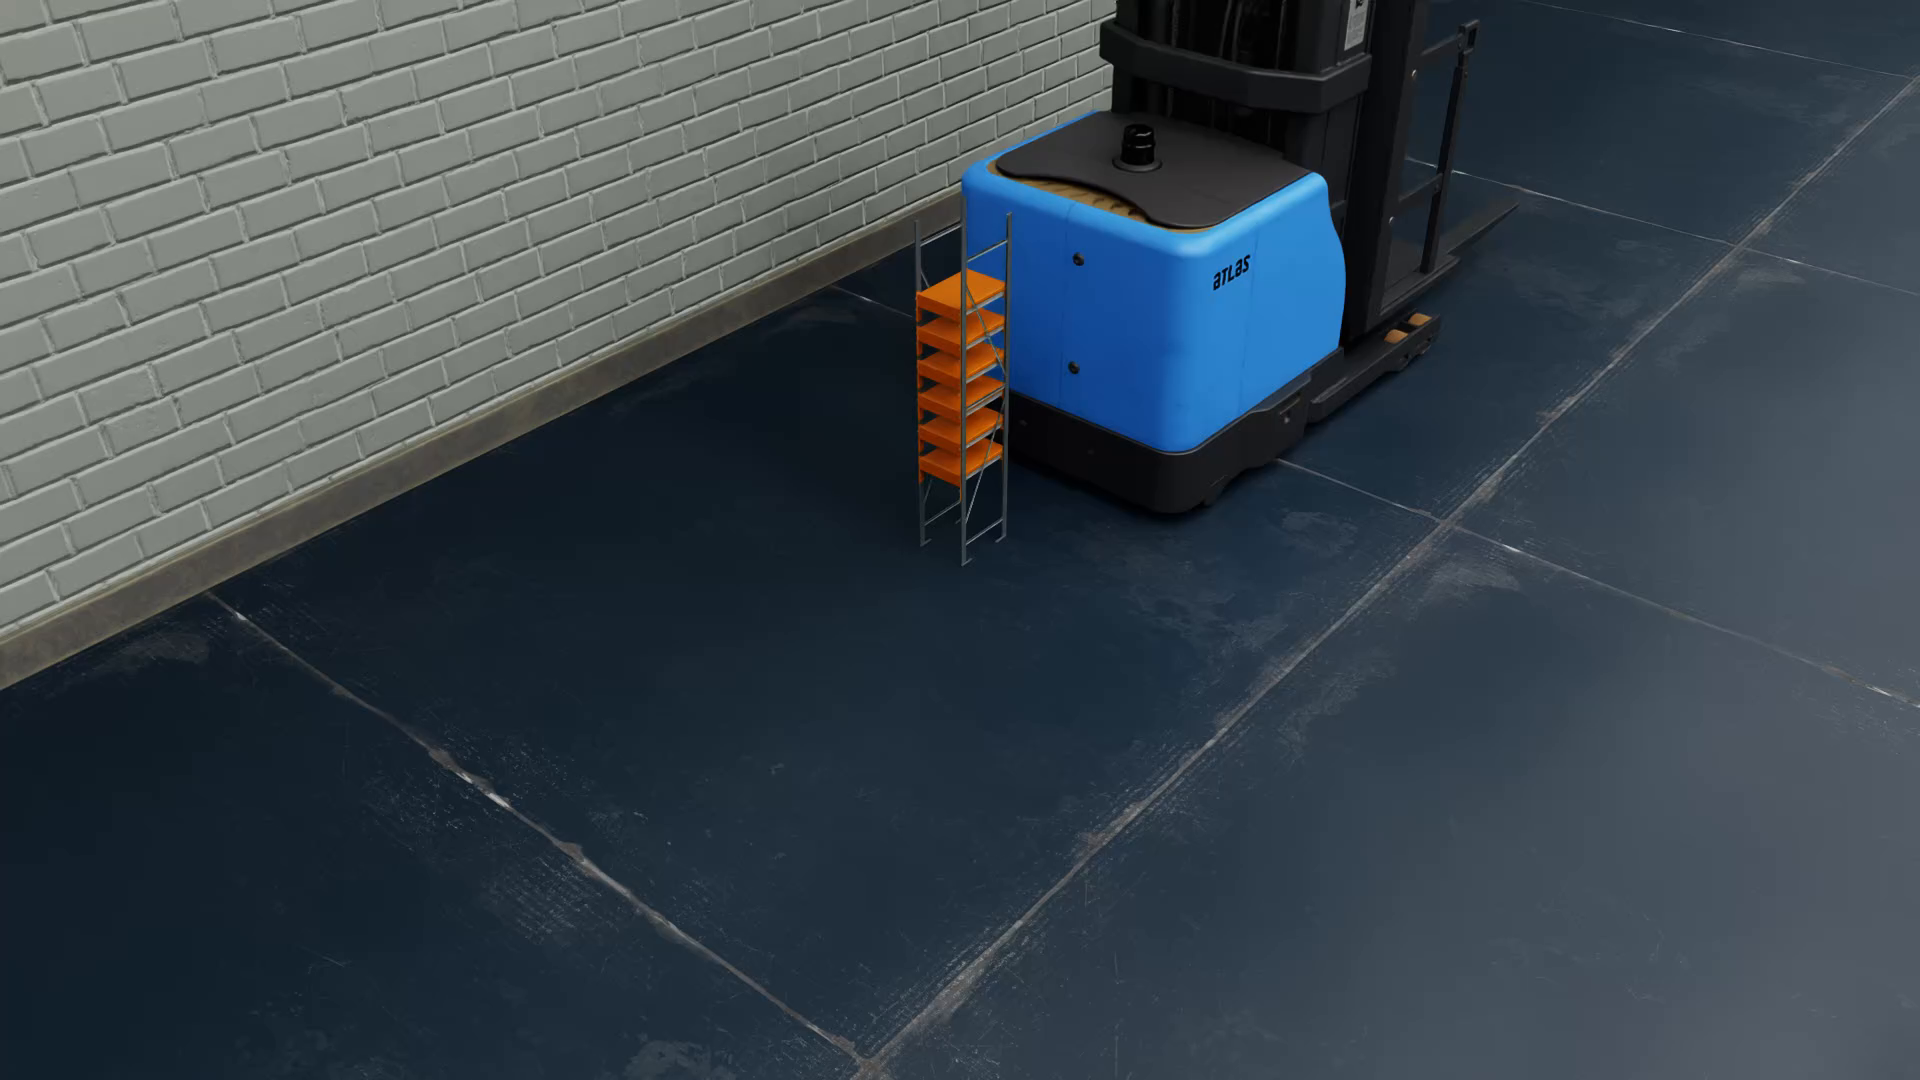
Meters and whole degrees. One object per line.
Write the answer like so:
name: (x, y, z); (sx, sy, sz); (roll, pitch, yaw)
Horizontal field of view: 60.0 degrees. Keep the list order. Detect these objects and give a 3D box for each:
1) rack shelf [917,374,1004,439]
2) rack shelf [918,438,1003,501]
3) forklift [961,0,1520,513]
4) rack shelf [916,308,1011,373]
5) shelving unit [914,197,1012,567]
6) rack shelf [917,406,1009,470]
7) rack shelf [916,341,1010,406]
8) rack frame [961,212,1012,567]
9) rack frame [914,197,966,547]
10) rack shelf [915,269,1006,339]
rack shelf: (0.011, -0.453, 5.428); (0.180, 0.103, 0.258); (25, 42, 32)
rack shelf: (0.011, -0.255, 5.564); (0.180, 0.103, 0.258); (25, 42, 32)
forklift: (1.330, -2.059, 6.159); (1.130, 2.935, 3.031); (26, 42, 32)
rack shelf: (0.011, -0.651, 5.292); (0.180, 0.103, 0.258); (25, 42, 32)
shelving unit: (0.011, -0.489, 5.403); (0.189, 1.200, 0.258); (25, 42, 32)
rack shelf: (0.011, -0.354, 5.496); (0.180, 0.103, 0.258); (25, 42, 32)
rack shelf: (0.011, -0.552, 5.360); (0.180, 0.103, 0.258); (25, 42, 32)
rack frame: (0.081, -0.456, 5.354); (0.006, 1.200, 0.240); (25, 42, 32)
rack frame: (-0.059, -0.523, 5.451); (0.006, 1.200, 0.240); (25, 42, 32)
rack shelf: (0.011, -0.749, 5.224); (0.180, 0.103, 0.258); (25, 42, 32)
